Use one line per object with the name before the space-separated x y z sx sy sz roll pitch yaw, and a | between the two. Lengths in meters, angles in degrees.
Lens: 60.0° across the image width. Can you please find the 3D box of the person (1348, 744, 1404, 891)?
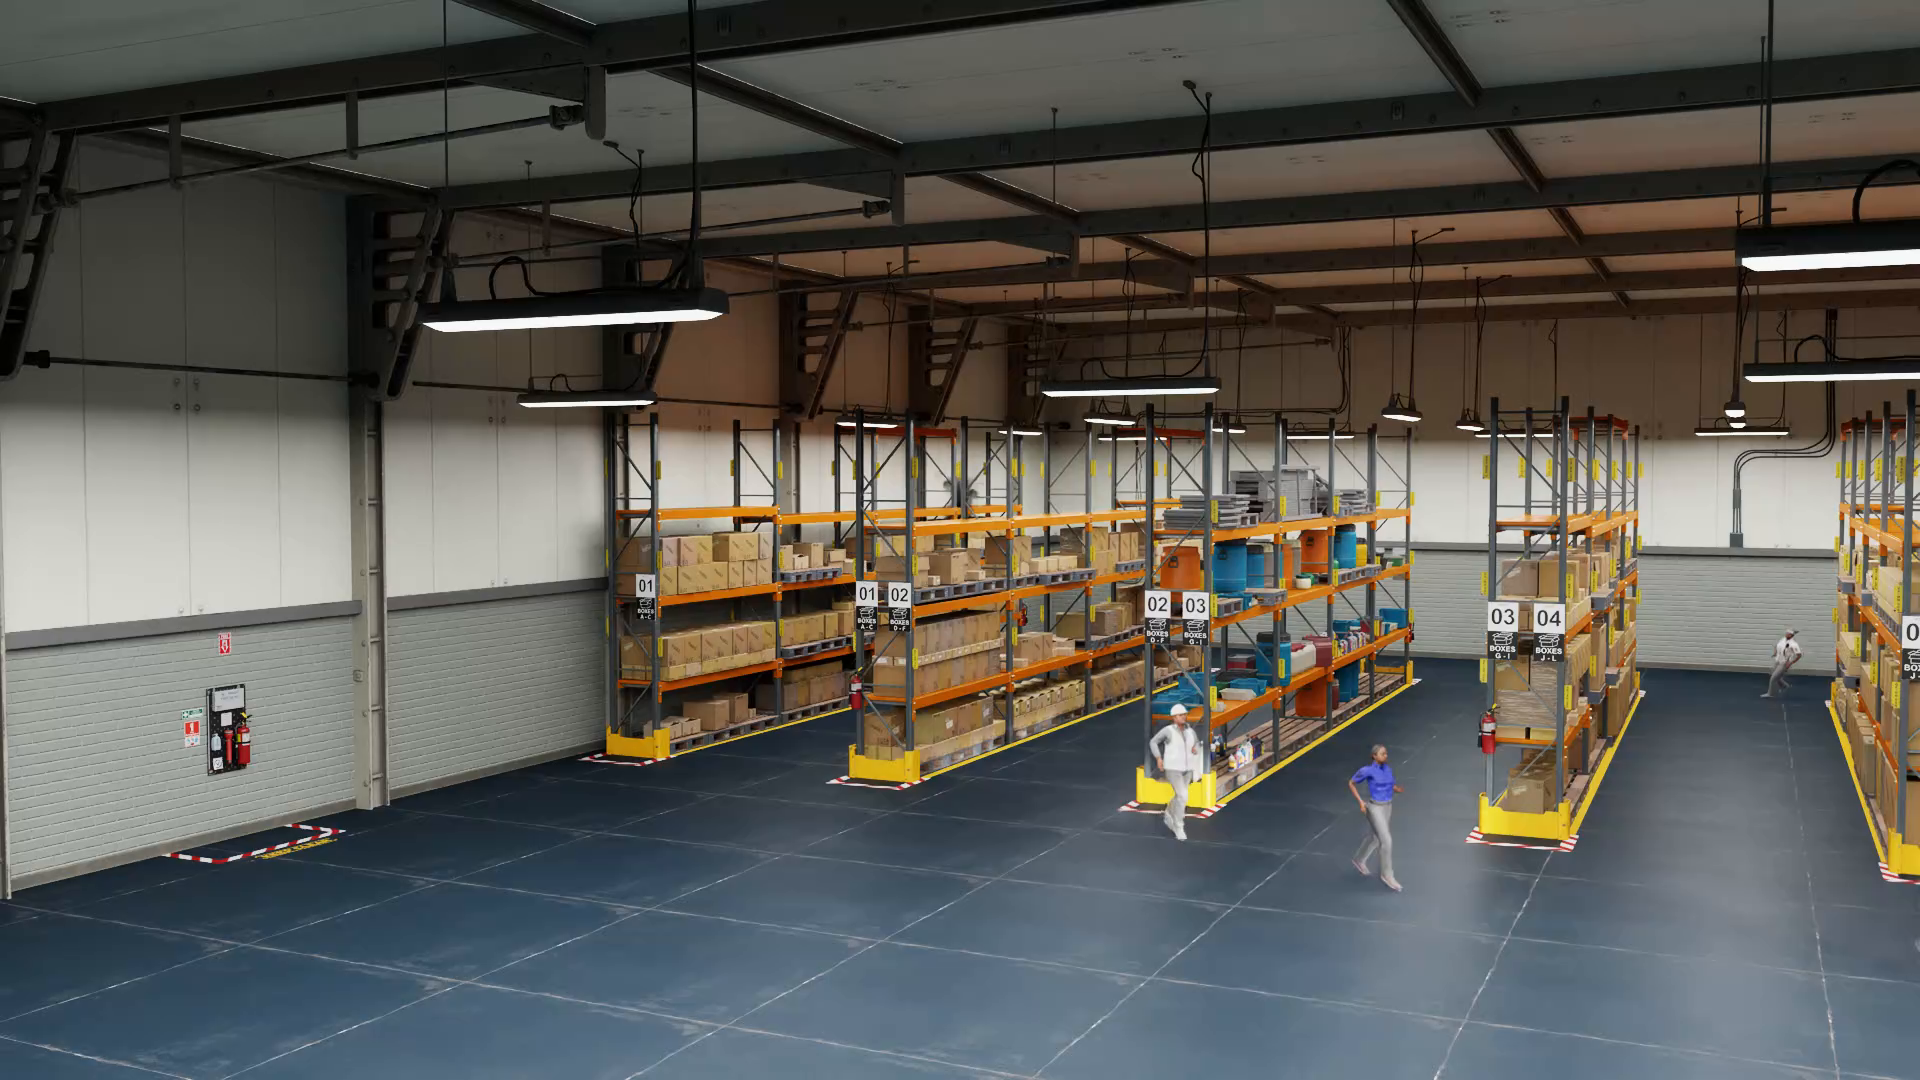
person | 5.048 3.366 20.128 0.554 1.605 0.825 -2 3 -40

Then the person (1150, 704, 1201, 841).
person | 2.988 3.159 22.749 0.629 1.826 0.753 -1 3 -32

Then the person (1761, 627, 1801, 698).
person | 18.062 2.676 36.341 0.688 1.591 0.760 -1 3 -23
